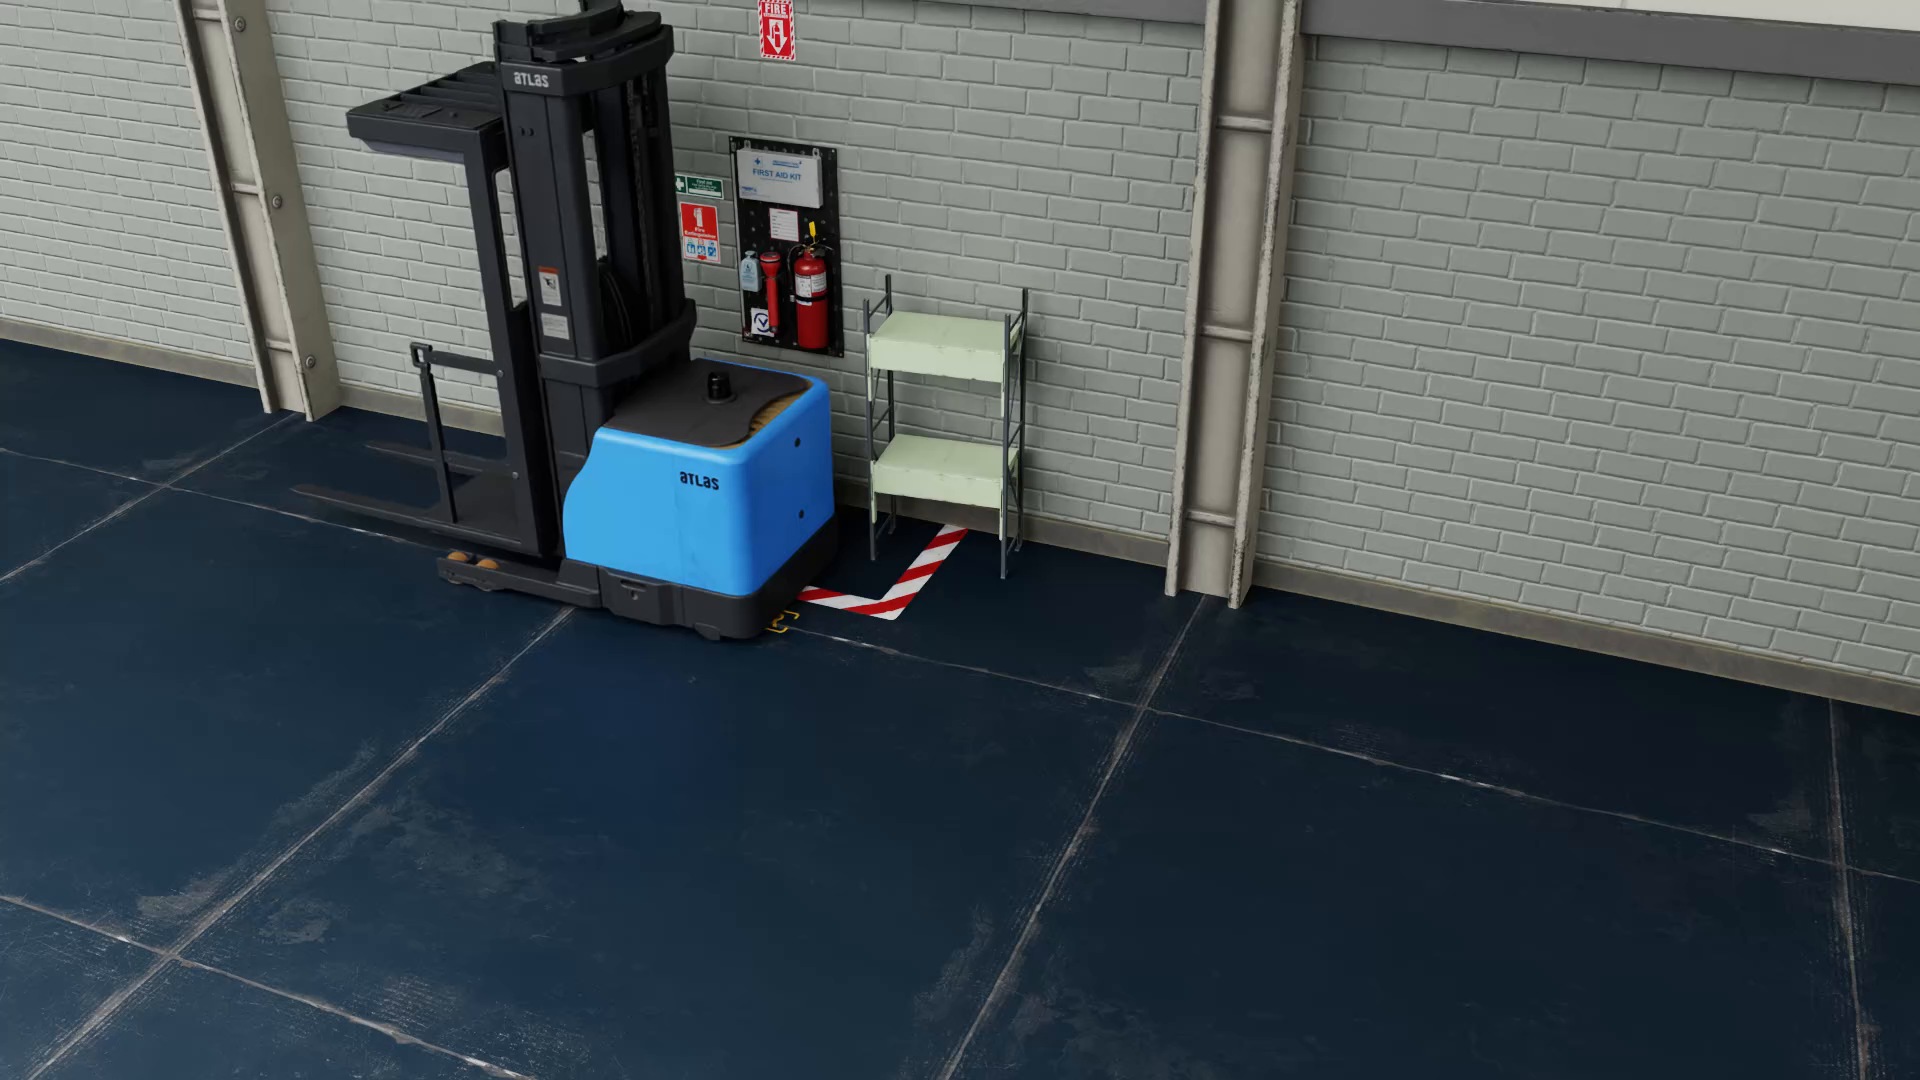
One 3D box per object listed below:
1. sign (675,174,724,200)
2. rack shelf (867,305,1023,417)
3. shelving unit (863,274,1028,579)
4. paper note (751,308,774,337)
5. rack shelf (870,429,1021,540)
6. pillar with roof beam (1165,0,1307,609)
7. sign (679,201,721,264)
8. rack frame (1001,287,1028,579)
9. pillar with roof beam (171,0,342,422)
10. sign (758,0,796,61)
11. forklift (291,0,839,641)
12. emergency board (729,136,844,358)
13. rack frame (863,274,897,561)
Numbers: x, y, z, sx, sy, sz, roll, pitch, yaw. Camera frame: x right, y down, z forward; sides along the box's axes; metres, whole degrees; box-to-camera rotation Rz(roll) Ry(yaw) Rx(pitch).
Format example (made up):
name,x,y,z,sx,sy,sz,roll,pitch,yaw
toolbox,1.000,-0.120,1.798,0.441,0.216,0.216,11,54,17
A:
name,x,y,z,sx,sy,sz,roll,pitch,yaw
sign,-1.431,-1.919,9.022,0.331,0.109,0.001,11,31,19
rack shelf,-0.070,-0.927,8.573,0.720,0.370,0.431,8,30,14
shelving unit,-0.070,-0.587,8.765,0.755,1.500,0.431,8,30,14
paper note,-1.097,-1.209,9.236,0.142,0.148,0.016,11,31,19
rack shelf,-0.070,-0.304,8.926,0.720,0.370,0.431,8,30,14
pillar with roof beam,-0.301,-1.703,3.117,0.400,9.000,9.100,11,31,19
sign,-1.432,-1.693,9.161,0.234,0.329,0.001,11,31,19
rack frame,0.283,-0.539,8.679,0.023,1.500,0.400,8,30,14
pillar with roof beam,-5.861,-2.813,5.081,0.400,9.000,9.100,11,31,19
sign,-0.928,-2.585,8.419,0.199,0.298,0.001,11,31,19
forklift,-2.222,-1.232,8.450,3.031,2.935,1.130,12,31,20
emergency board,-0.958,-1.529,8.906,0.643,1.169,0.194,11,31,19
rack frame,-0.422,-0.636,8.851,0.023,1.500,0.400,8,30,14
